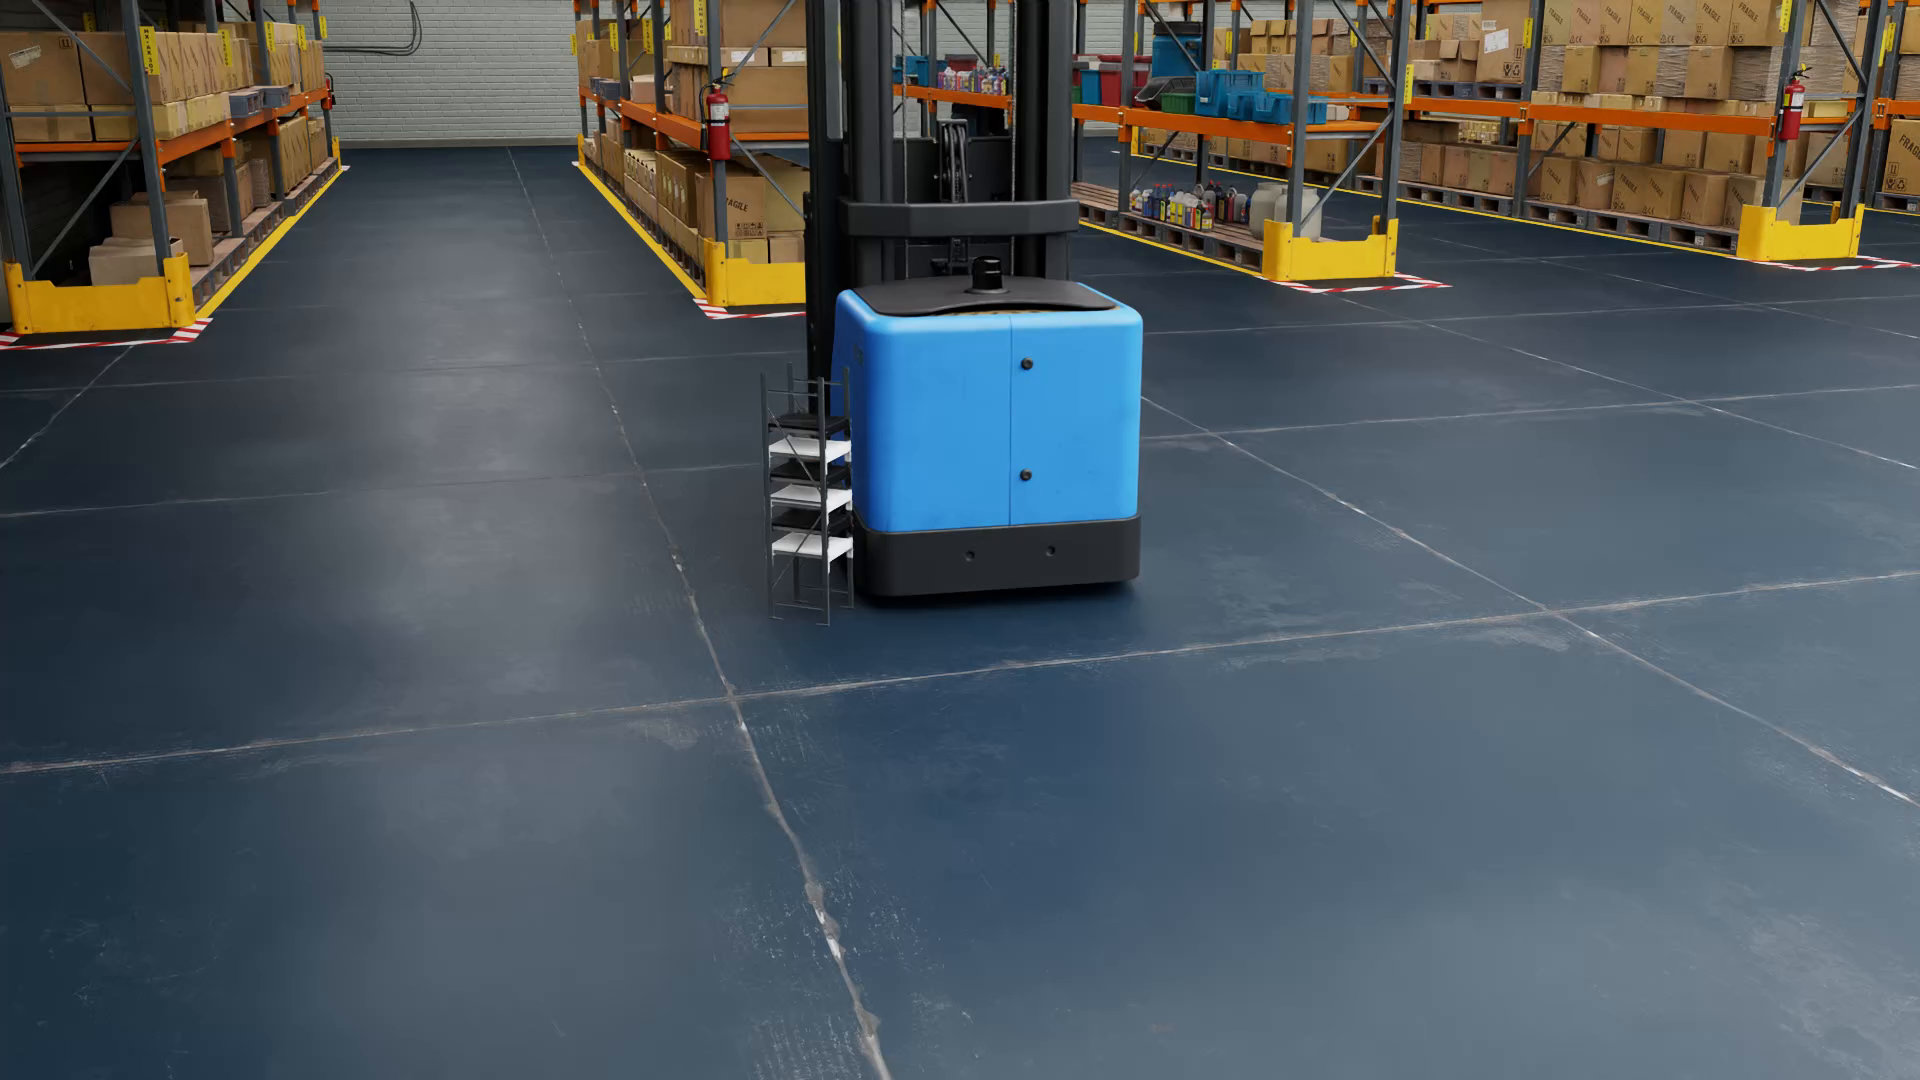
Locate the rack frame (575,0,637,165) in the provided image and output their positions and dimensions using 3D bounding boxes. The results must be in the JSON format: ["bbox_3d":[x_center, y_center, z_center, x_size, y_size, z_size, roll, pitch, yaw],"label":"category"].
[{"bbox_3d":[-5.835,-7.789,27.669,1.000,3.000,0.127,-5,17,-15],"label":"rack frame"}]

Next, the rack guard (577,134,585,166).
[{"bbox_3d":[-5.815,-6.571,27.958,1.175,0.500,0.348,-5,17,-15],"label":"rack guard"}]

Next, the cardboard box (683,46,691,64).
[{"bbox_3d":[-2.292,-4.383,15.027,0.380,0.149,0.250,-5,17,-17],"label":"cardboard box"}]

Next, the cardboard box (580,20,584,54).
[{"bbox_3d":[-5.683,-7.890,26.091,0.500,0.500,0.500,-4,17,-14],"label":"cardboard box"}]

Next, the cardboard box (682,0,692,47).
[{"bbox_3d":[-2.132,-4.739,15.084,0.700,0.500,0.500,-5,17,-15],"label":"cardboard box"}]

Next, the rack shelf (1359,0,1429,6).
[{"bbox_3d":[6.439,-6.897,20.736,1.077,0.370,4.000,-5,17,-15],"label":"rack shelf"}]

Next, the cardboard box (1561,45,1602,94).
[{"bbox_3d":[7.156,-5.172,18.265,0.875,0.500,0.500,-5,17,-15],"label":"cardboard box"}]

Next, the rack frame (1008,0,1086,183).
[{"bbox_3d":[1.127,-5.967,21.602,1.000,3.000,0.127,-5,17,-15],"label":"rack frame"}]

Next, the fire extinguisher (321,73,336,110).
[{"bbox_3d":[-10.195,-7.259,26.687,0.296,0.674,0.183,-5,17,-15],"label":"fire extinguisher"}]

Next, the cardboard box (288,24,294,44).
[{"bbox_3d":[-8.992,-6.598,21.674,0.500,0.250,0.500,-4,17,-14],"label":"cardboard box"}]

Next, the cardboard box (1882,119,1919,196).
[{"bbox_3d":[11.891,-4.620,20.082,0.875,0.875,0.875,-4,17,-14],"label":"cardboard box"}]

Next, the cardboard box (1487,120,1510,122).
[{"bbox_3d":[9.462,-7.279,29.161,0.380,0.149,0.250,-5,17,-17],"label":"cardboard box"}]

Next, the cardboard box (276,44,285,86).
[{"bbox_3d":[-8.421,-5.684,19.934,0.500,0.500,0.500,-4,17,-13],"label":"cardboard box"}]

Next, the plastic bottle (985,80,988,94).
[{"bbox_3d":[0.394,-6.182,22.663,0.097,0.201,0.097,0,17,0],"label":"plastic bottle"}]

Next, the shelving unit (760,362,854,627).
[{"bbox_3d":[-0.541,-0.163,5.930,0.258,0.900,0.210,6,18,20],"label":"shelving unit"}]

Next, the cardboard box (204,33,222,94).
[{"bbox_3d":[-6.730,-4.130,14.410,0.500,0.500,0.500,-5,17,-16],"label":"cardboard box"}]

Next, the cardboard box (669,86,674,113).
[{"bbox_3d":[-2.715,-4.531,17.082,0.500,0.250,0.500,-4,17,-12],"label":"cardboard box"}]

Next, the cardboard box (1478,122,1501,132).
[{"bbox_3d":[9.130,-7.095,28.550,0.380,0.149,0.250,-4,17,-15],"label":"cardboard box"}]

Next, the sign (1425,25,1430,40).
[{"bbox_3d":[6.408,-6.921,22.902,0.100,0.325,0.005,-5,17,-15],"label":"sign"}]

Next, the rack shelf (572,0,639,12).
[{"bbox_3d":[-5.286,-8.328,25.499,1.077,0.370,4.000,-5,17,-15],"label":"rack shelf"}]

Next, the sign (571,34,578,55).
[{"bbox_3d":[-6.357,-8.161,27.401,0.100,0.325,0.005,-5,17,-15],"label":"sign"}]

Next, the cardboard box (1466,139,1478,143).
[{"bbox_3d":[9.026,-6.893,28.910,0.380,0.149,0.250,-5,18,-17],"label":"cardboard box"}]

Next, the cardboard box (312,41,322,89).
[{"bbox_3d":[-10.237,-7.199,25.184,0.980,0.700,0.700,-5,17,-16],"label":"cardboard box"}]

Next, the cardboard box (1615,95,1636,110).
[{"bbox_3d":[7.183,-4.635,17.604,0.380,0.149,0.250,-5,17,-15],"label":"cardboard box"}]

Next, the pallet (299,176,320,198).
[{"bbox_3d":[-9.214,-4.747,22.388,1.003,0.211,1.213,-5,17,-15],"label":"pallet"}]

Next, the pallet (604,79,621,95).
[{"bbox_3d":[-4.176,-6.022,22.119,1.003,0.211,1.213,-5,17,-15],"label":"pallet"}]

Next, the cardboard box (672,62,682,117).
[{"bbox_3d":[-2.410,-4.395,16.197,0.700,0.500,0.500,-5,17,-17],"label":"cardboard box"}]

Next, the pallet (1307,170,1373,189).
[{"bbox_3d":[5.745,-5.247,24.053,1.003,0.211,1.213,-5,17,-15],"label":"pallet"}]

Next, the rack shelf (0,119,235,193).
[{"bbox_3d":[-6.750,-3.179,13.573,1.077,0.370,4.000,-5,17,-15],"label":"rack shelf"}]

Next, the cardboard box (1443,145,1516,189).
[{"bbox_3d":[6.573,-4.725,21.049,0.700,0.500,0.500,-6,18,-20],"label":"cardboard box"}]

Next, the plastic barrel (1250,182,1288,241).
[{"bbox_3d":[2.933,-3.078,15.580,0.421,0.512,0.421,0,17,0],"label":"plastic barrel"}]

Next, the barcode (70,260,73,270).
[{"bbox_3d":[-6.693,-2.070,12.522,0.001,0.075,0.075,-5,17,-15],"label":"barcode"}]

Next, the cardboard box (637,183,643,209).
[{"bbox_3d":[-3.347,-3.868,18.665,0.500,0.250,0.500,-4,17,-14],"label":"cardboard box"}]

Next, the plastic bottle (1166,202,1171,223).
[{"bbox_3d":[2.156,-3.342,16.965,0.097,0.201,0.097,0,17,0],"label":"plastic bottle"}]

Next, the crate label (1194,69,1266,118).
[{"bbox_3d":[2.559,-4.259,15.854,0.502,0.435,0.616,-5,17,-15],"label":"crate label"}]

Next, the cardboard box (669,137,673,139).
[{"bbox_3d":[-4.060,-5.306,22.983,0.500,0.500,0.500,-4,17,-15],"label":"cardboard box"}]

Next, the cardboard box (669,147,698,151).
[{"bbox_3d":[-3.256,-4.604,20.139,0.500,0.311,0.500,-4,17,-14],"label":"cardboard box"}]

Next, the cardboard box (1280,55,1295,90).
[{"bbox_3d":[5.099,-6.946,24.687,0.500,0.500,0.500,-4,17,-14],"label":"cardboard box"}]

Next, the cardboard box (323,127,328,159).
[{"bbox_3d":[-10.309,-6.215,26.042,0.700,0.500,0.500,-5,17,-15],"label":"cardboard box"}]

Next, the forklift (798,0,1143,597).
[{"bbox_3d":[-0.130,-1.581,7.120,1.130,2.935,3.031,-3,17,-11],"label":"forklift"}]

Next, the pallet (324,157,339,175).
[{"bbox_3d":[-10.302,-5.846,26.047,1.003,0.211,1.213,-5,17,-15],"label":"pallet"}]

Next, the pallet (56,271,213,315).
[{"bbox_3d":[-6.410,-1.884,12.856,1.003,0.211,1.213,-5,17,-15],"label":"pallet"}]

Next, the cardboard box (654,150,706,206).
[{"bbox_3d":[-2.711,-3.560,16.336,0.500,0.500,0.500,-5,17,-15],"label":"cardboard box"}]

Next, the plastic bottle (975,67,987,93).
[{"bbox_3d":[0.288,-6.385,23.079,0.144,0.351,0.185,-5,17,-15],"label":"plastic bottle"}]

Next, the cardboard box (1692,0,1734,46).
[{"bbox_3d":[7.556,-5.085,16.238,0.500,0.500,0.500,-5,17,-15],"label":"cardboard box"}]

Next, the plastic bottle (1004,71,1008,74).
[{"bbox_3d":[0.686,-6.690,24.225,0.152,0.276,0.135,-5,17,-15],"label":"plastic bottle"}]

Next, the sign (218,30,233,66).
[{"bbox_3d":[-6.780,-4.537,15.337,0.100,0.325,0.005,-5,17,-15],"label":"sign"}]

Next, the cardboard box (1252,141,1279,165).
[{"bbox_3d":[5.231,-6.226,25.428,1.225,0.875,0.875,-5,18,-17],"label":"cardboard box"}]

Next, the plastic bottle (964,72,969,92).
[{"bbox_3d":[0.112,-6.499,23.597,0.097,0.271,0.097,0,17,0],"label":"plastic bottle"}]

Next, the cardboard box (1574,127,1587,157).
[{"bbox_3d":[9.954,-6.177,25.916,0.500,0.500,0.500,-6,18,-18],"label":"cardboard box"}]

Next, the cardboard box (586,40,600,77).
[{"bbox_3d":[-4.821,-6.783,23.415,0.700,0.500,0.500,-12,20,-34],"label":"cardboard box"}]

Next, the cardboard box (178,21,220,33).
[{"bbox_3d":[-8.773,-5.848,19.176,0.500,0.250,0.500,-4,17,-14],"label":"cardboard box"}]

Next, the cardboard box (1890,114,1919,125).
[{"bbox_3d":[15.308,-6.523,26.417,0.875,0.875,0.875,-5,17,-16],"label":"cardboard box"}]
